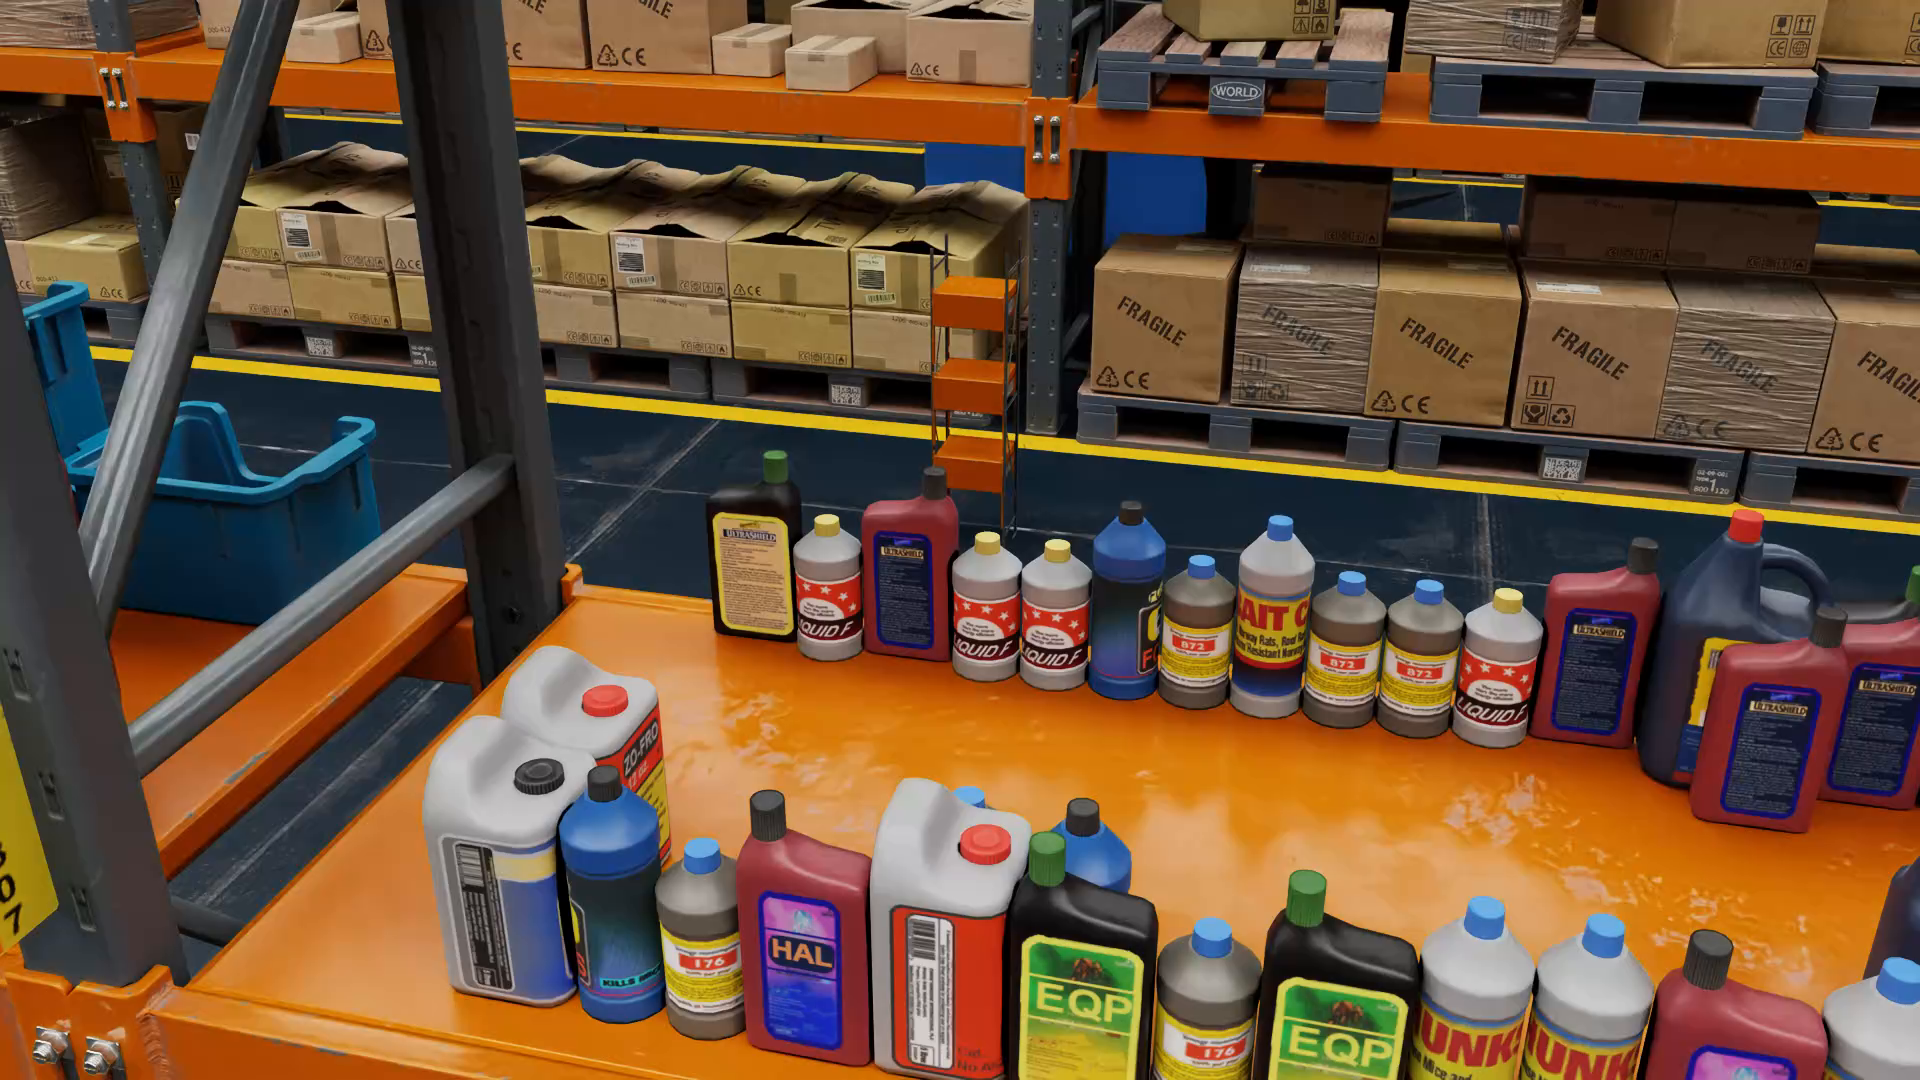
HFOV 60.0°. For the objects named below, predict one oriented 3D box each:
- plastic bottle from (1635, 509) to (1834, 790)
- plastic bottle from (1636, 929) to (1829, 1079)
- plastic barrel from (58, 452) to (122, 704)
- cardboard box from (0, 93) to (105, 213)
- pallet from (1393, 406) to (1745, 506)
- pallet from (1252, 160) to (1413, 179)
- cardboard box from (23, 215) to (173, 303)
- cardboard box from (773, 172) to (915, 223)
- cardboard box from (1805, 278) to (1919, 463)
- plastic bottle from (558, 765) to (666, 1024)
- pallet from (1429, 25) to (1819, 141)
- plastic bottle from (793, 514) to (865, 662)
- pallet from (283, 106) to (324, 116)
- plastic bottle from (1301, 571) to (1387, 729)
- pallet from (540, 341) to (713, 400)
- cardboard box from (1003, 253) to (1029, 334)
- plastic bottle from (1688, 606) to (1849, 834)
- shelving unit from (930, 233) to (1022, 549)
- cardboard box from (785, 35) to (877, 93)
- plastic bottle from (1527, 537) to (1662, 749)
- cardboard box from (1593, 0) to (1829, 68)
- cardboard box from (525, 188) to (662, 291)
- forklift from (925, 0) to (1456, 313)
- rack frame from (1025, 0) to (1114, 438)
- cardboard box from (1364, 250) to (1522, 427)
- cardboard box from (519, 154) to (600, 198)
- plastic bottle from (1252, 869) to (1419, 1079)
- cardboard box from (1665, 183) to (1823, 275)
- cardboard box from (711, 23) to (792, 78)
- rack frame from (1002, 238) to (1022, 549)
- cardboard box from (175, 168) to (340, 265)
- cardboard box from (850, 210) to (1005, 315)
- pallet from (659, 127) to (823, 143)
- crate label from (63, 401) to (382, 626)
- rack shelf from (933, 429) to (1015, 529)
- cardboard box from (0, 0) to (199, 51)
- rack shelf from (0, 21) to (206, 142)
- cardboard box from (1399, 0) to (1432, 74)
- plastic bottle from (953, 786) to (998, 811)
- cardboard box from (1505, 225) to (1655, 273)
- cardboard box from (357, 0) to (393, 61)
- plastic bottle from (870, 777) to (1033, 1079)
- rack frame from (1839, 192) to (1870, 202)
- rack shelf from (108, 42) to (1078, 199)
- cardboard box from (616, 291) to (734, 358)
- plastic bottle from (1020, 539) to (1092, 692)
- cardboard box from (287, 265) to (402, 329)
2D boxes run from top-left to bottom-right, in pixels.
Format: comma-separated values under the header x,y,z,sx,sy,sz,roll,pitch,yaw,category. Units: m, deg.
x,y,z,sx,sy,sz,roll,pitch,yaw,category
0.958,0.131,2.042,0.185,0.351,0.144,6,26,13,plastic bottle
0.655,0.463,1.424,0.133,0.283,0.061,6,26,13,plastic bottle
-1.316,0.102,1.889,0.708,0.536,0.600,6,26,13,plastic barrel
-4.285,-1.920,8.132,0.500,0.500,0.500,6,26,13,cardboard box
2.338,-0.489,6.531,1.213,0.211,1.003,6,26,13,pallet
2.421,-2.663,11.098,1.213,0.211,1.003,6,26,13,pallet
-3.931,-1.310,7.723,0.500,0.250,0.500,6,26,13,cardboard box
-0.499,-1.407,7.275,0.500,0.311,0.500,6,26,12,cardboard box
3.294,-0.607,5.931,0.500,0.500,0.500,6,26,13,cardboard box
-0.347,0.349,1.676,0.097,0.271,0.097,0,25,0,plastic bottle
2.331,-1.682,6.017,1.213,0.211,1.003,6,26,13,pallet
-0.186,0.062,2.361,0.097,0.201,0.097,0,25,0,plastic bottle
-5.220,-3.525,12.909,1.213,0.211,1.003,6,26,13,pallet
0.509,0.139,2.200,0.097,0.201,0.097,0,25,0,plastic bottle
-1.519,-0.952,7.504,1.213,0.211,1.003,6,26,13,pallet
0.012,-1.102,7.284,0.500,0.250,0.500,6,26,13,cardboard box
0.957,0.207,1.961,0.133,0.283,0.061,6,26,13,plastic bottle
0.052,-0.468,5.512,0.252,1.050,0.215,6,26,13,shelving unit
-0.494,-1.843,6.424,0.250,0.149,0.380,6,26,13,cardboard box
0.814,0.127,2.129,0.133,0.283,0.061,6,26,13,plastic bottle
2.594,-1.945,5.741,0.500,0.500,0.700,0,25,0,cardboard box
-1.600,-1.293,7.033,0.500,0.311,0.500,7,26,14,cardboard box
1.333,-2.867,8.363,3.031,2.935,1.130,-15,29,-28,forklift
0.446,-1.975,6.409,0.127,3.000,1.000,6,26,13,rack frame
1.809,-0.768,6.270,0.500,0.500,0.500,6,26,12,cardboard box
-1.976,-1.573,7.623,0.500,0.311,0.500,6,26,13,cardboard box
0.338,0.428,1.498,0.133,0.283,0.061,6,26,13,plastic bottle
2.944,-1.216,6.338,0.500,0.250,0.500,6,26,13,cardboard box
-0.803,-1.975,6.701,0.250,0.149,0.380,8,27,17,cardboard box
0.170,-0.455,5.485,0.008,1.050,0.200,6,26,13,rack frame
-3.089,-1.457,7.378,0.500,0.311,0.500,6,26,13,cardboard box
-0.122,-1.130,6.692,0.500,0.311,0.500,7,26,14,cardboard box
-1.443,-3.124,12.067,1.213,0.211,1.003,6,26,13,pallet
-1.106,-0.039,2.537,0.416,0.233,0.303,6,26,13,crate label
0.052,-0.208,5.636,0.240,0.259,0.215,6,26,13,rack shelf
-3.859,-2.493,7.381,0.500,0.500,0.700,6,26,12,cardboard box
-5.365,-2.293,7.913,4.000,0.370,1.077,6,26,13,rack shelf
3.203,-3.027,10.631,0.750,0.750,0.750,6,26,13,cardboard box
0.009,0.353,1.750,0.097,0.201,0.097,0,25,0,plastic bottle
2.421,-0.934,6.618,0.500,0.500,0.500,5,26,11,cardboard box
-2.178,-2.303,6.982,0.500,0.500,0.500,8,27,17,cardboard box
-0.004,0.373,1.621,0.135,0.276,0.152,6,26,13,plastic bottle
5.550,-3.610,9.842,0.127,3.000,1.000,6,26,13,rack frame
-1.491,-1.864,7.013,4.000,0.370,1.077,6,26,13,rack shelf
-1.110,-0.987,7.043,0.500,0.250,0.500,7,26,14,cardboard box
0.132,0.097,2.288,0.097,0.201,0.097,0,25,0,plastic bottle
-2.604,-1.150,7.386,0.500,0.250,0.500,7,26,14,cardboard box
